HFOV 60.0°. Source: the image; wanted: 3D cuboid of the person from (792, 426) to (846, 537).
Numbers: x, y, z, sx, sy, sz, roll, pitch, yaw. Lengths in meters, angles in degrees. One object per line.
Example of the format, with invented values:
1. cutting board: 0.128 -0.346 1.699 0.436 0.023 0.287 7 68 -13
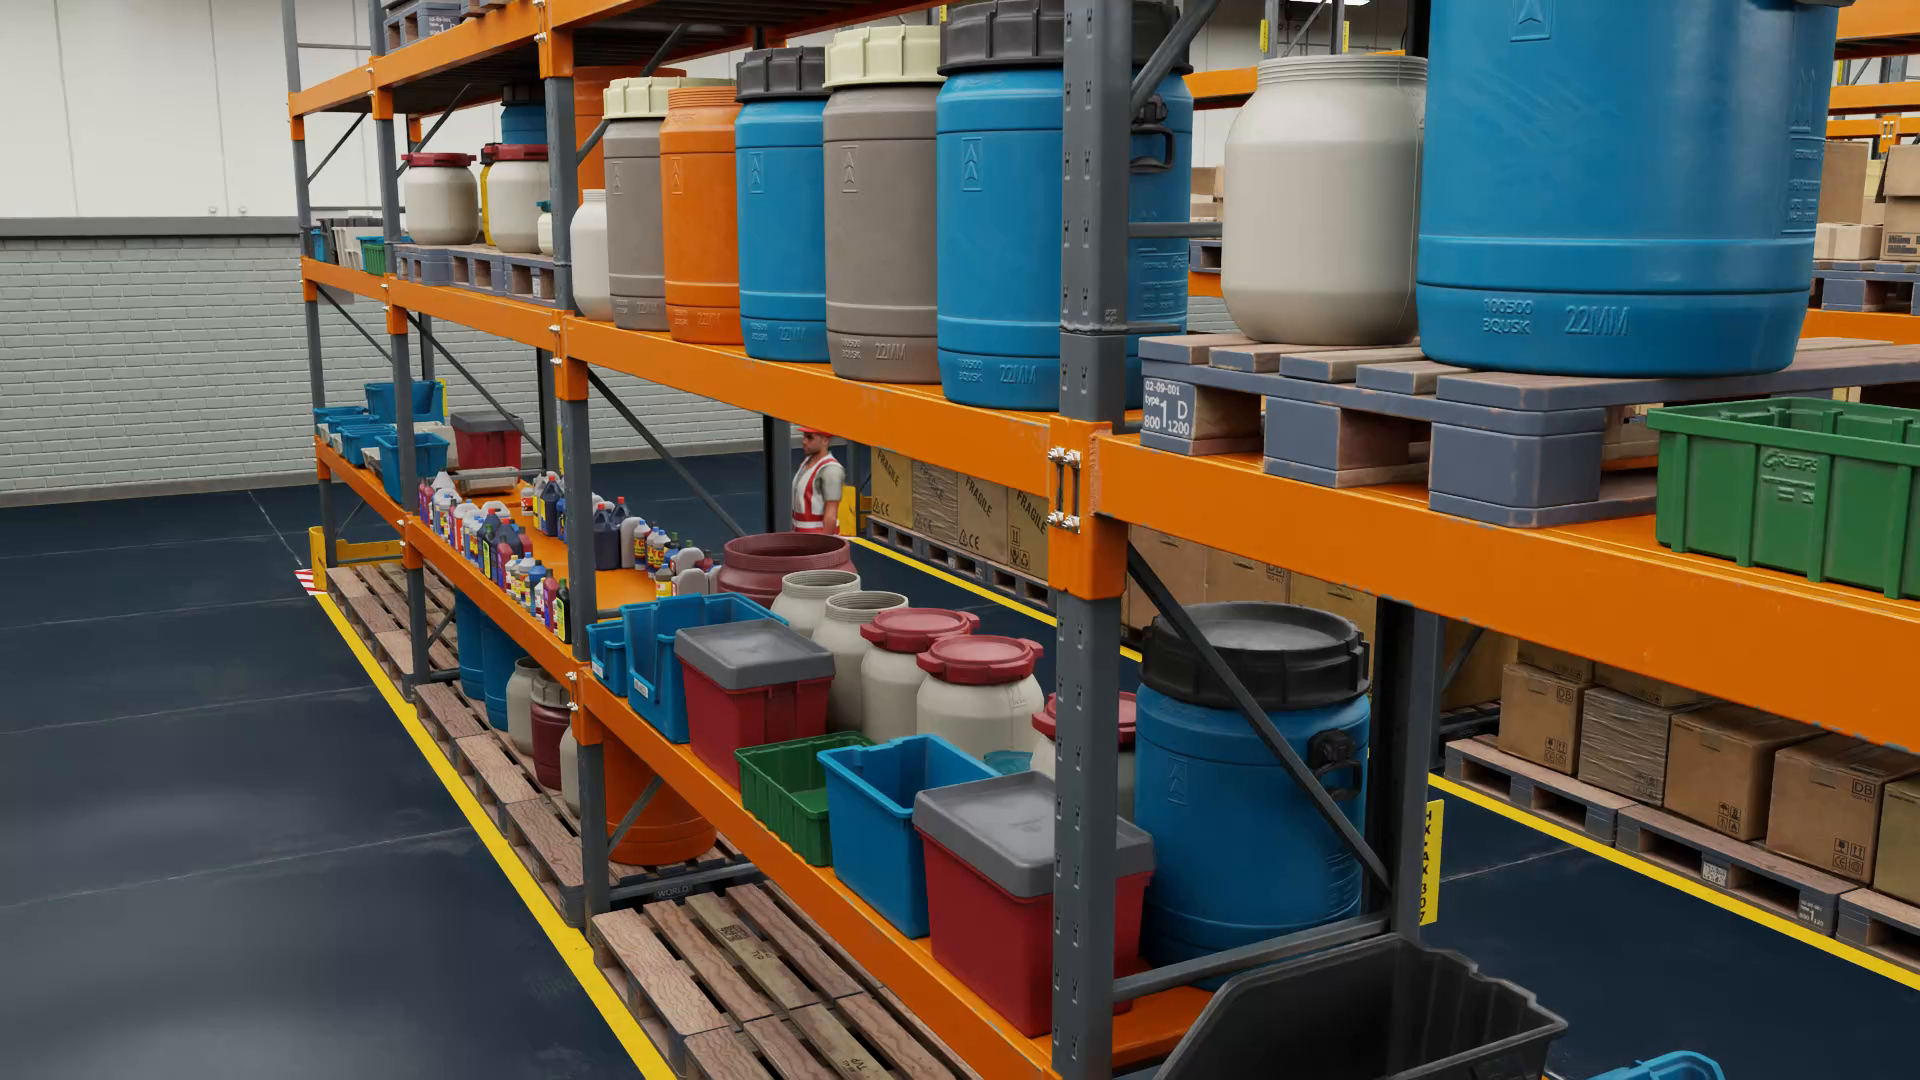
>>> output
1. person: -1.040 0.023 11.671 0.397 1.796 0.539 -6 13 -27
